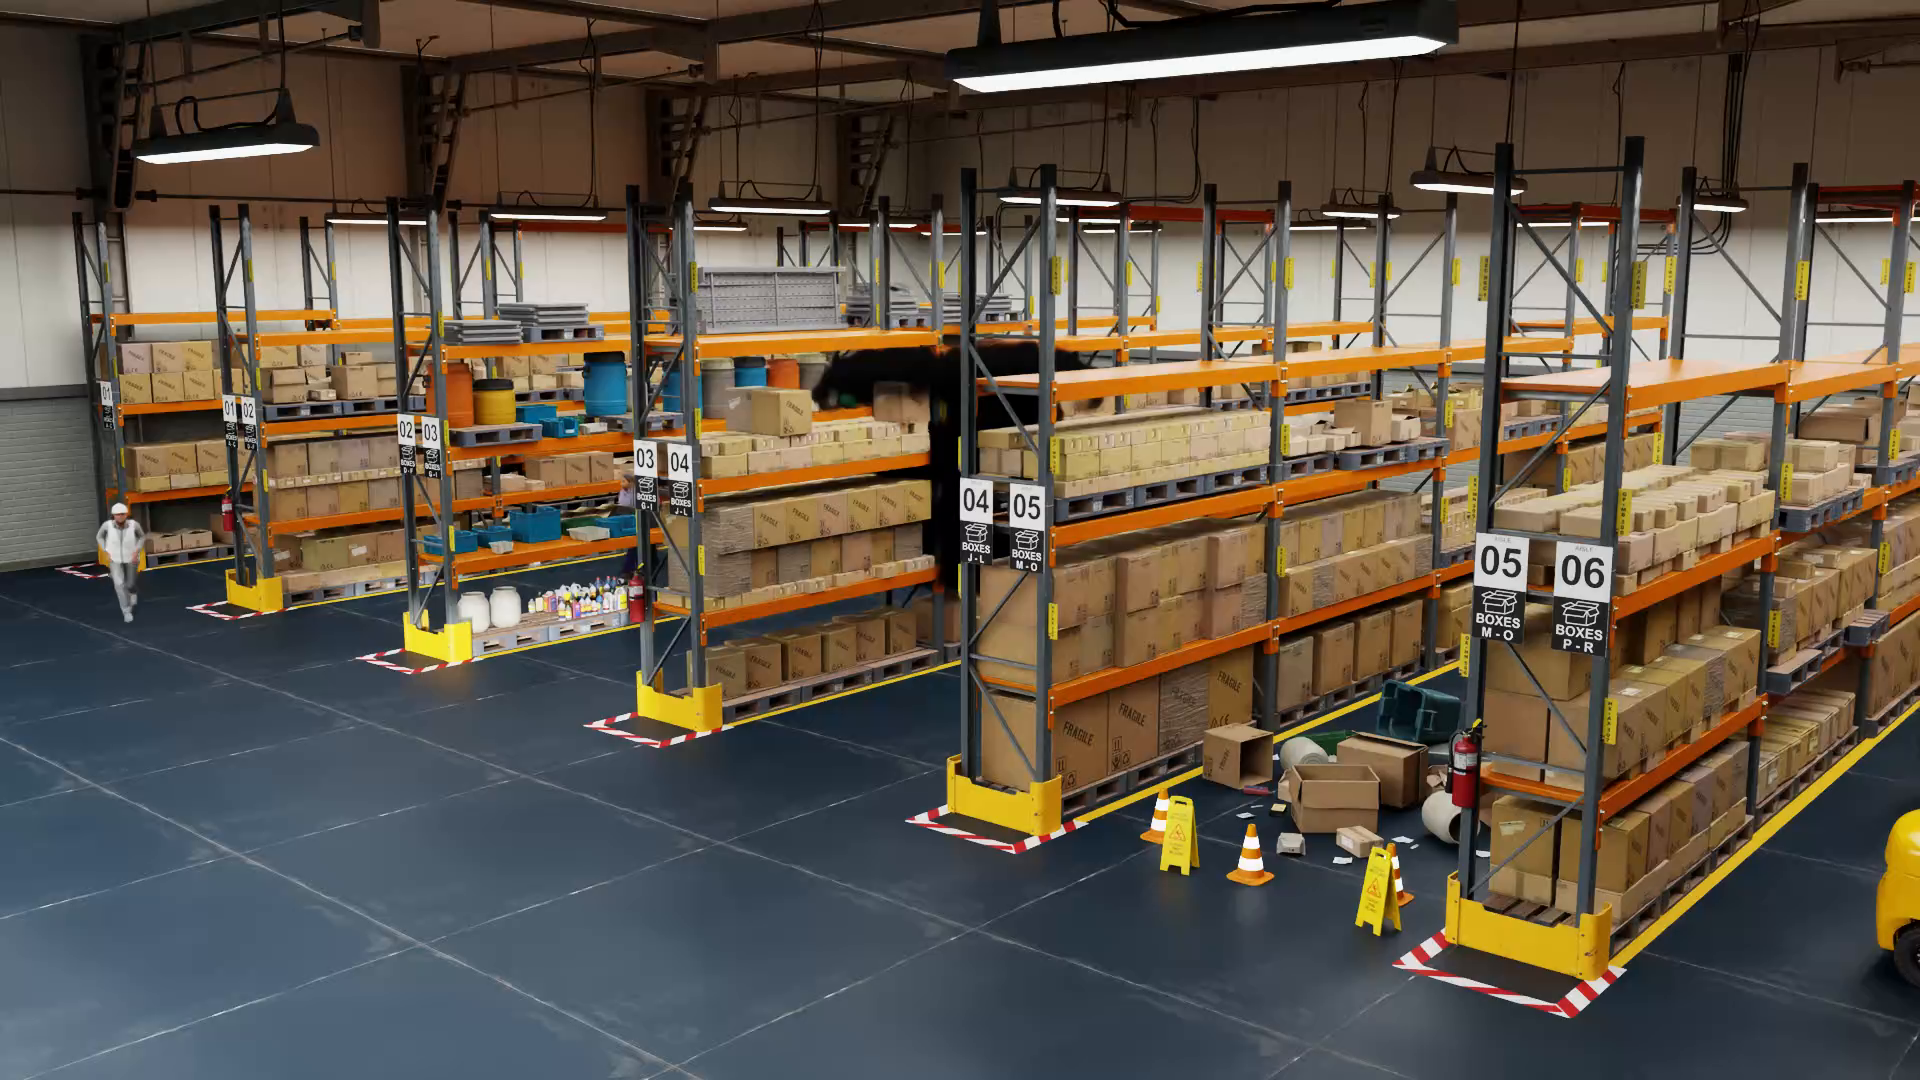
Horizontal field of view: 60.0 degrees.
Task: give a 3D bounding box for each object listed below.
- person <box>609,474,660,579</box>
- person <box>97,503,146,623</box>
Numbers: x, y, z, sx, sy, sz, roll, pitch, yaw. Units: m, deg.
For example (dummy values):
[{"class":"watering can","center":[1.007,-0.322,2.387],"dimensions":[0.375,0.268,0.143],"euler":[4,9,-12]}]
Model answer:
[{"class":"person","center":[-5.104,-0.234,26.143],"dimensions":[0.924,1.645,0.545],"euler":[-9,13,-42]},{"class":"person","center":[-12.280,0.281,24.417],"dimensions":[0.648,1.732,0.986],"euler":[-4,10,-21]}]
